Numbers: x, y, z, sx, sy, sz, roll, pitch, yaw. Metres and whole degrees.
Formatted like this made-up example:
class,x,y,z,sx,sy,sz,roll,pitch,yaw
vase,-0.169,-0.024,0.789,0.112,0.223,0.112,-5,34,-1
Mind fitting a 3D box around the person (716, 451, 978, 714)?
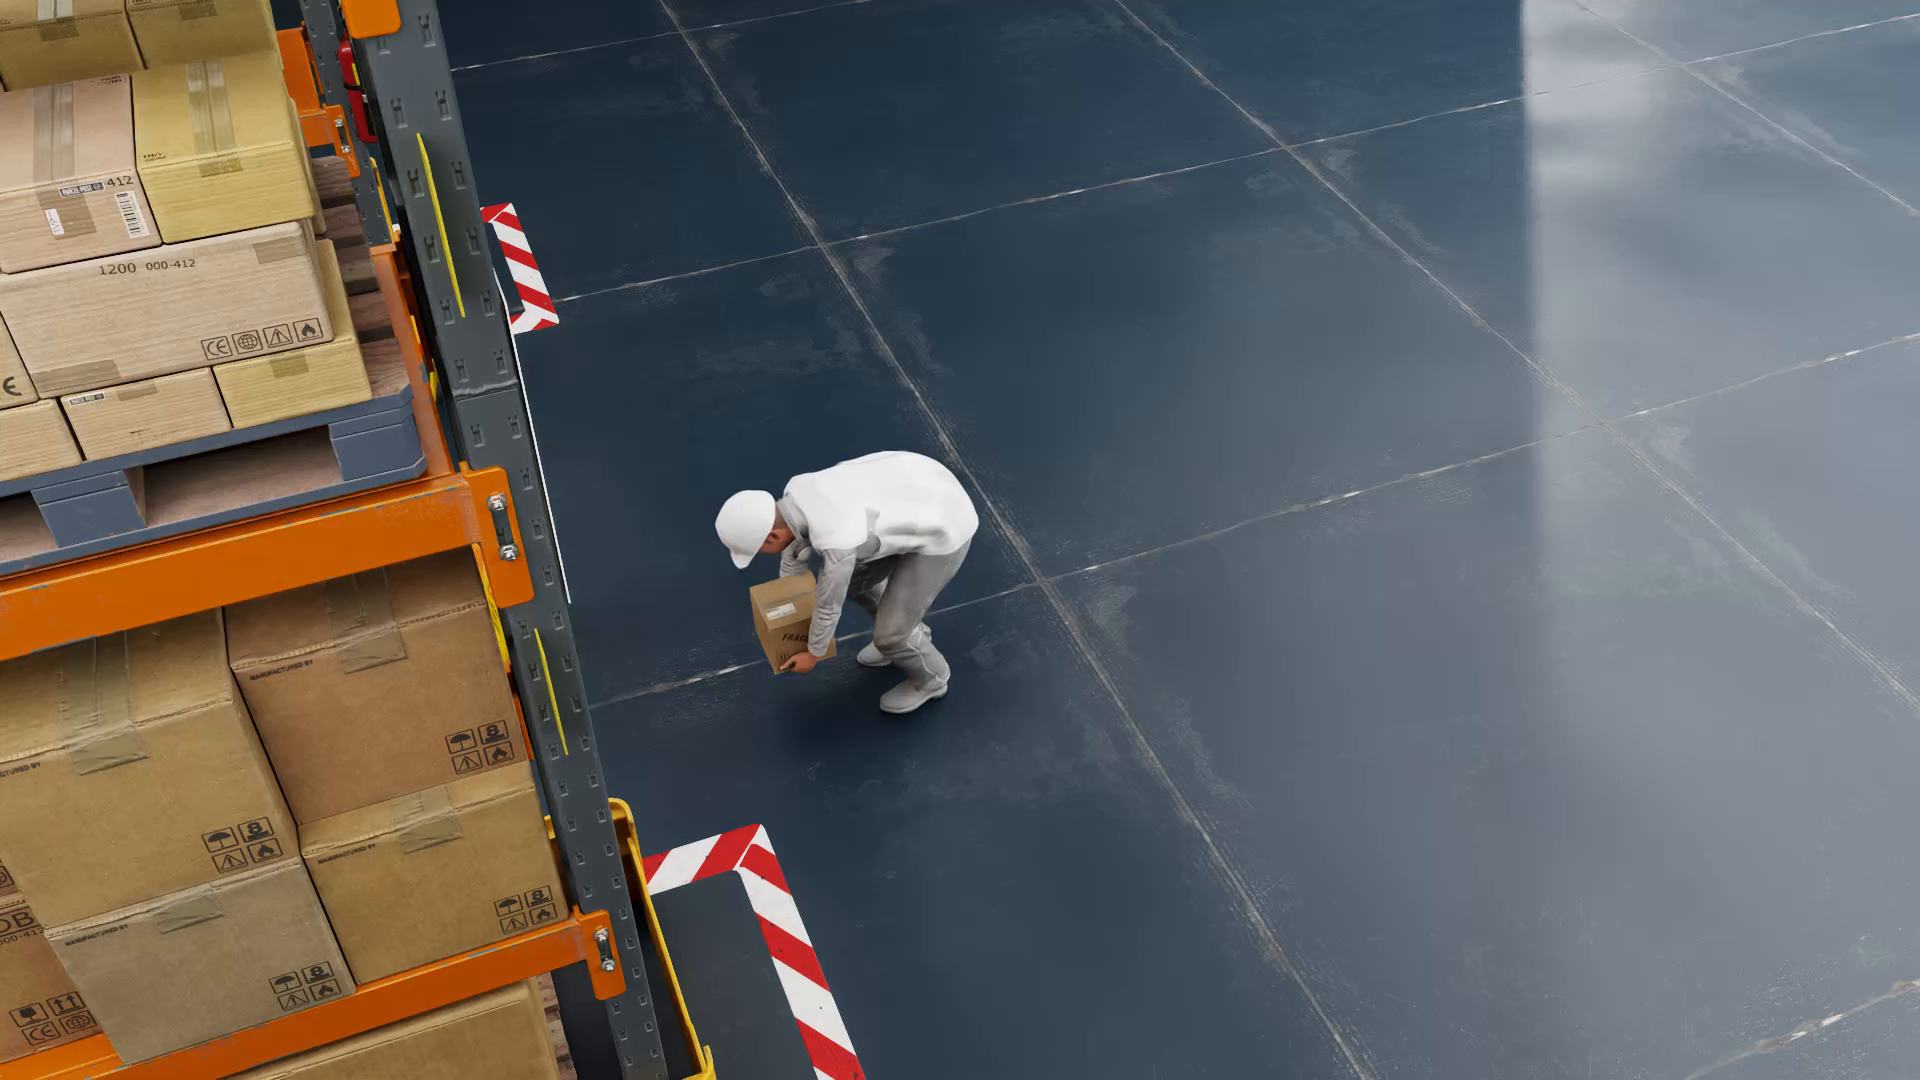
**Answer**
class,x,y,z,sx,sy,sz,roll,pitch,yaw
person,-0.421,0.179,6.387,0.985,1.178,0.488,-17,44,-18
